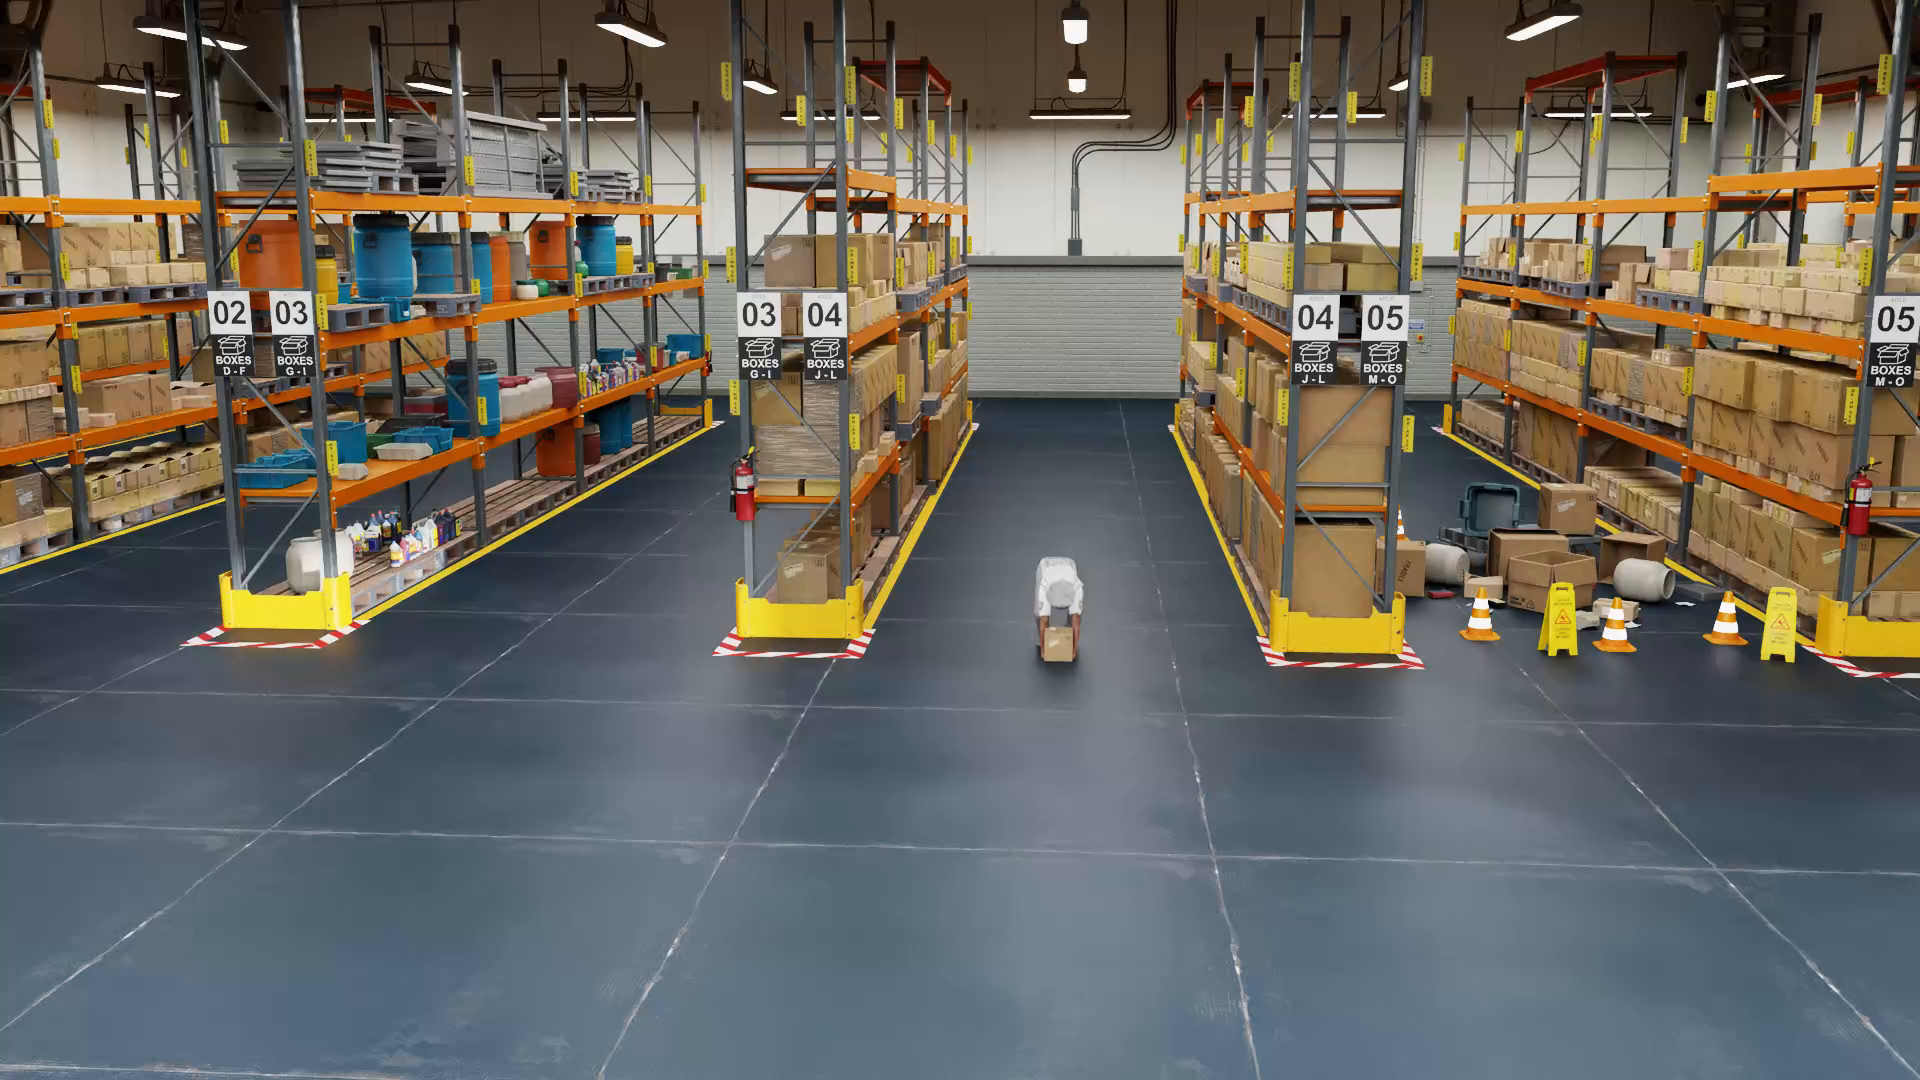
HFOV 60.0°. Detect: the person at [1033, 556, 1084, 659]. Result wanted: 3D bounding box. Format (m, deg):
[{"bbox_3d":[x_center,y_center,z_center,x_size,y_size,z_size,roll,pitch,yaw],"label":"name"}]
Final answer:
[{"bbox_3d":[0.895,0.603,15.081,0.458,0.833,0.916,0,11,2],"label":"person"}]
